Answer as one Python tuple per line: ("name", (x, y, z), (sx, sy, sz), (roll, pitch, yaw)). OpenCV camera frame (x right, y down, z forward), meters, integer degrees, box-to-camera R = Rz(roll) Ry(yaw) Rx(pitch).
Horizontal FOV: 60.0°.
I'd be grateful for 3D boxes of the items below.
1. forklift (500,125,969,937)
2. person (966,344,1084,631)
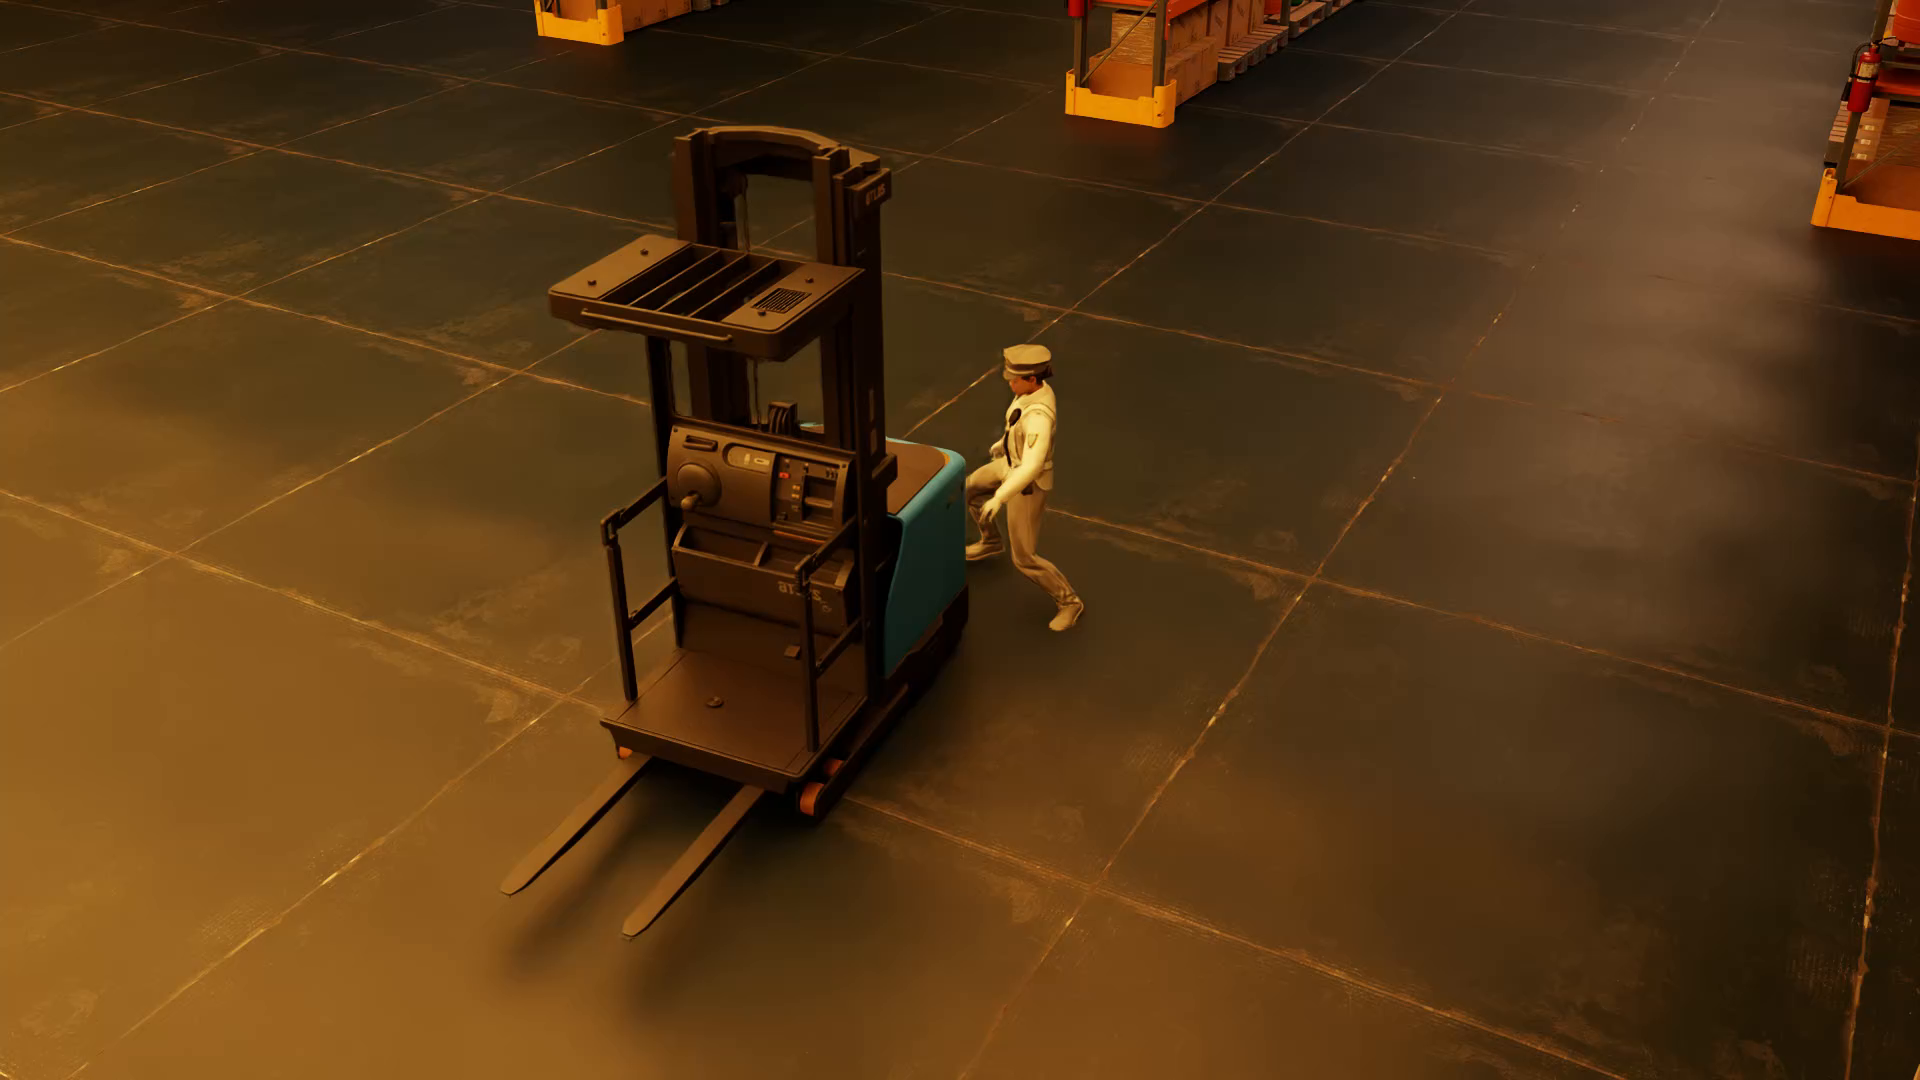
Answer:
("forklift", (-1.016, -0.222, 7.455), (1.130, 2.935, 3.031), (13, 32, 21))
("person", (0.339, -0.328, 9.088), (0.683, 1.544, 0.881), (-1, 30, -2))
